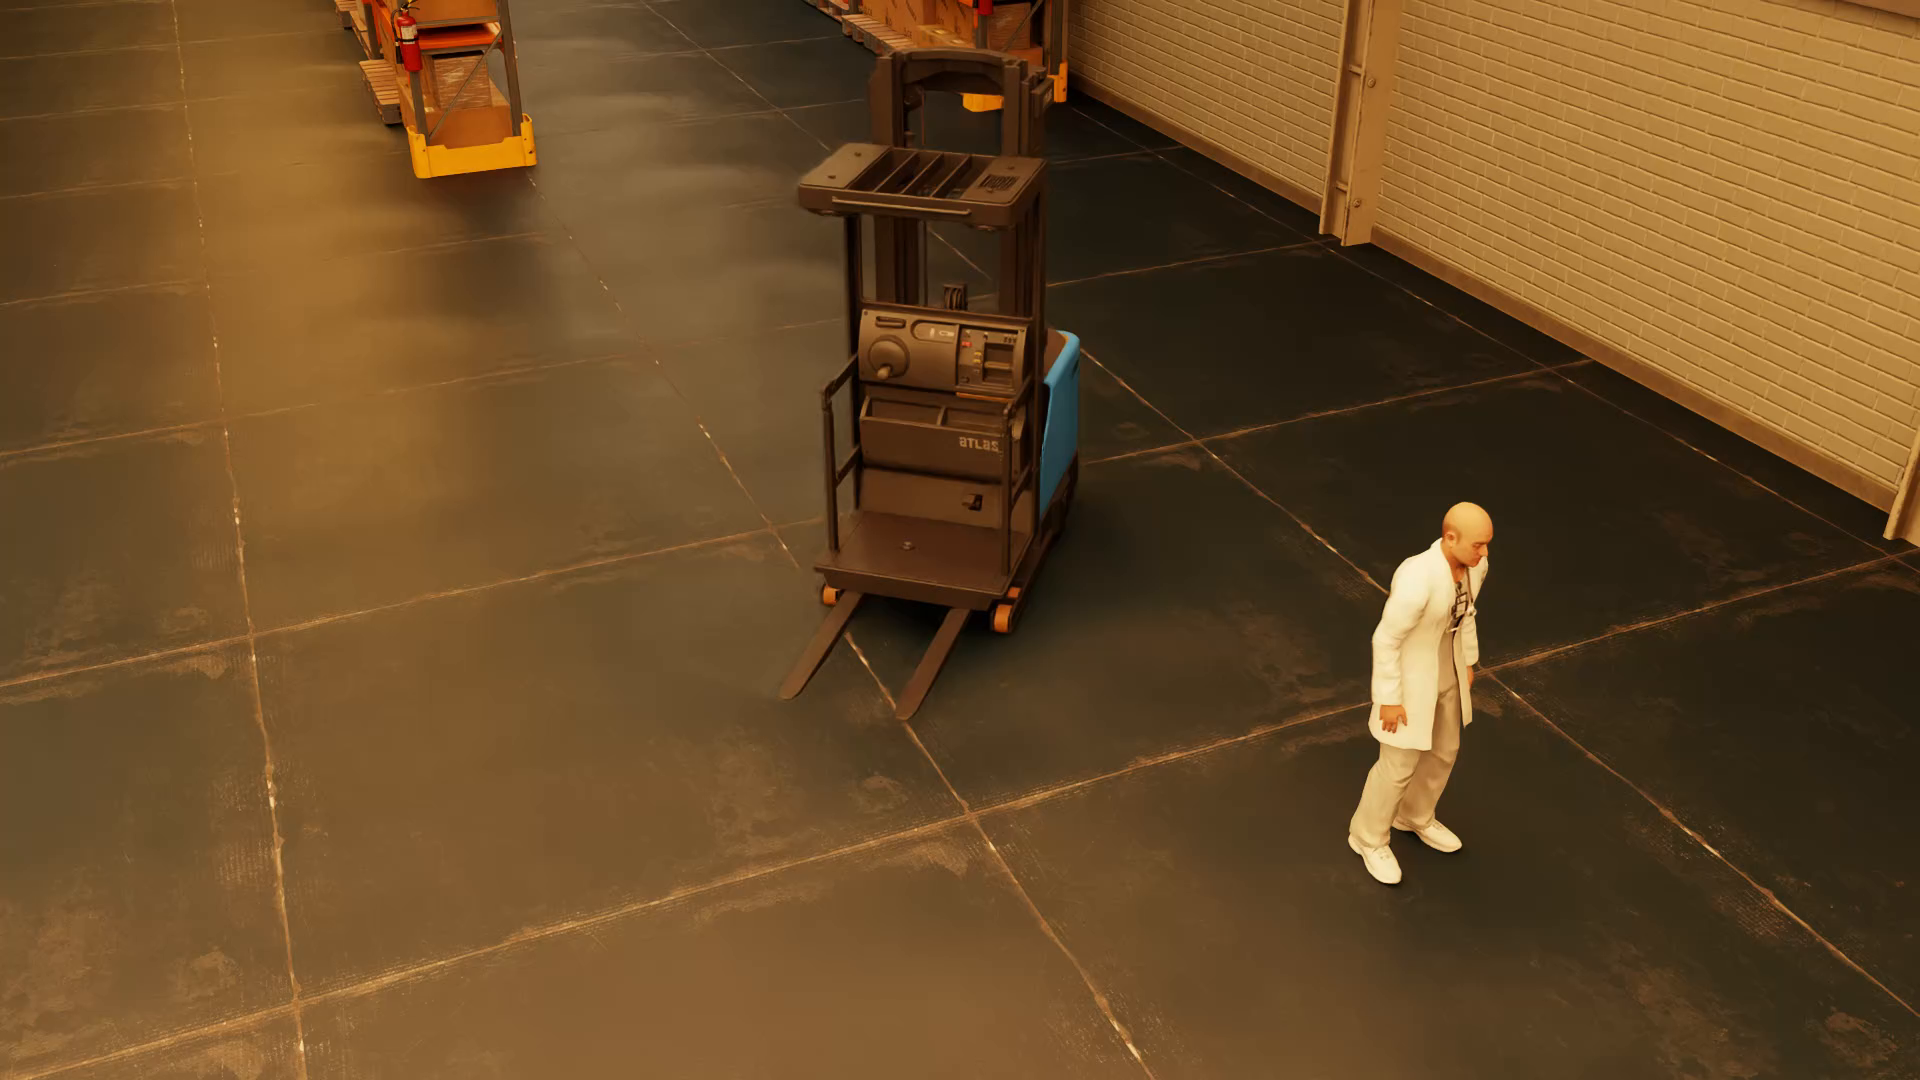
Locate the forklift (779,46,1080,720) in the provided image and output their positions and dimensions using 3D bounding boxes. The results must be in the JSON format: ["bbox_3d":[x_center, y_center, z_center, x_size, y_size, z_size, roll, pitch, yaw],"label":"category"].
[{"bbox_3d":[-0.155,-0.972,8.820,1.130,2.935,3.031,8,31,14],"label":"forklift"}]

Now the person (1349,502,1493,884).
[{"bbox_3d":[2.025,0.619,7.205,0.644,1.772,0.436,-21,36,-32],"label":"person"}]
